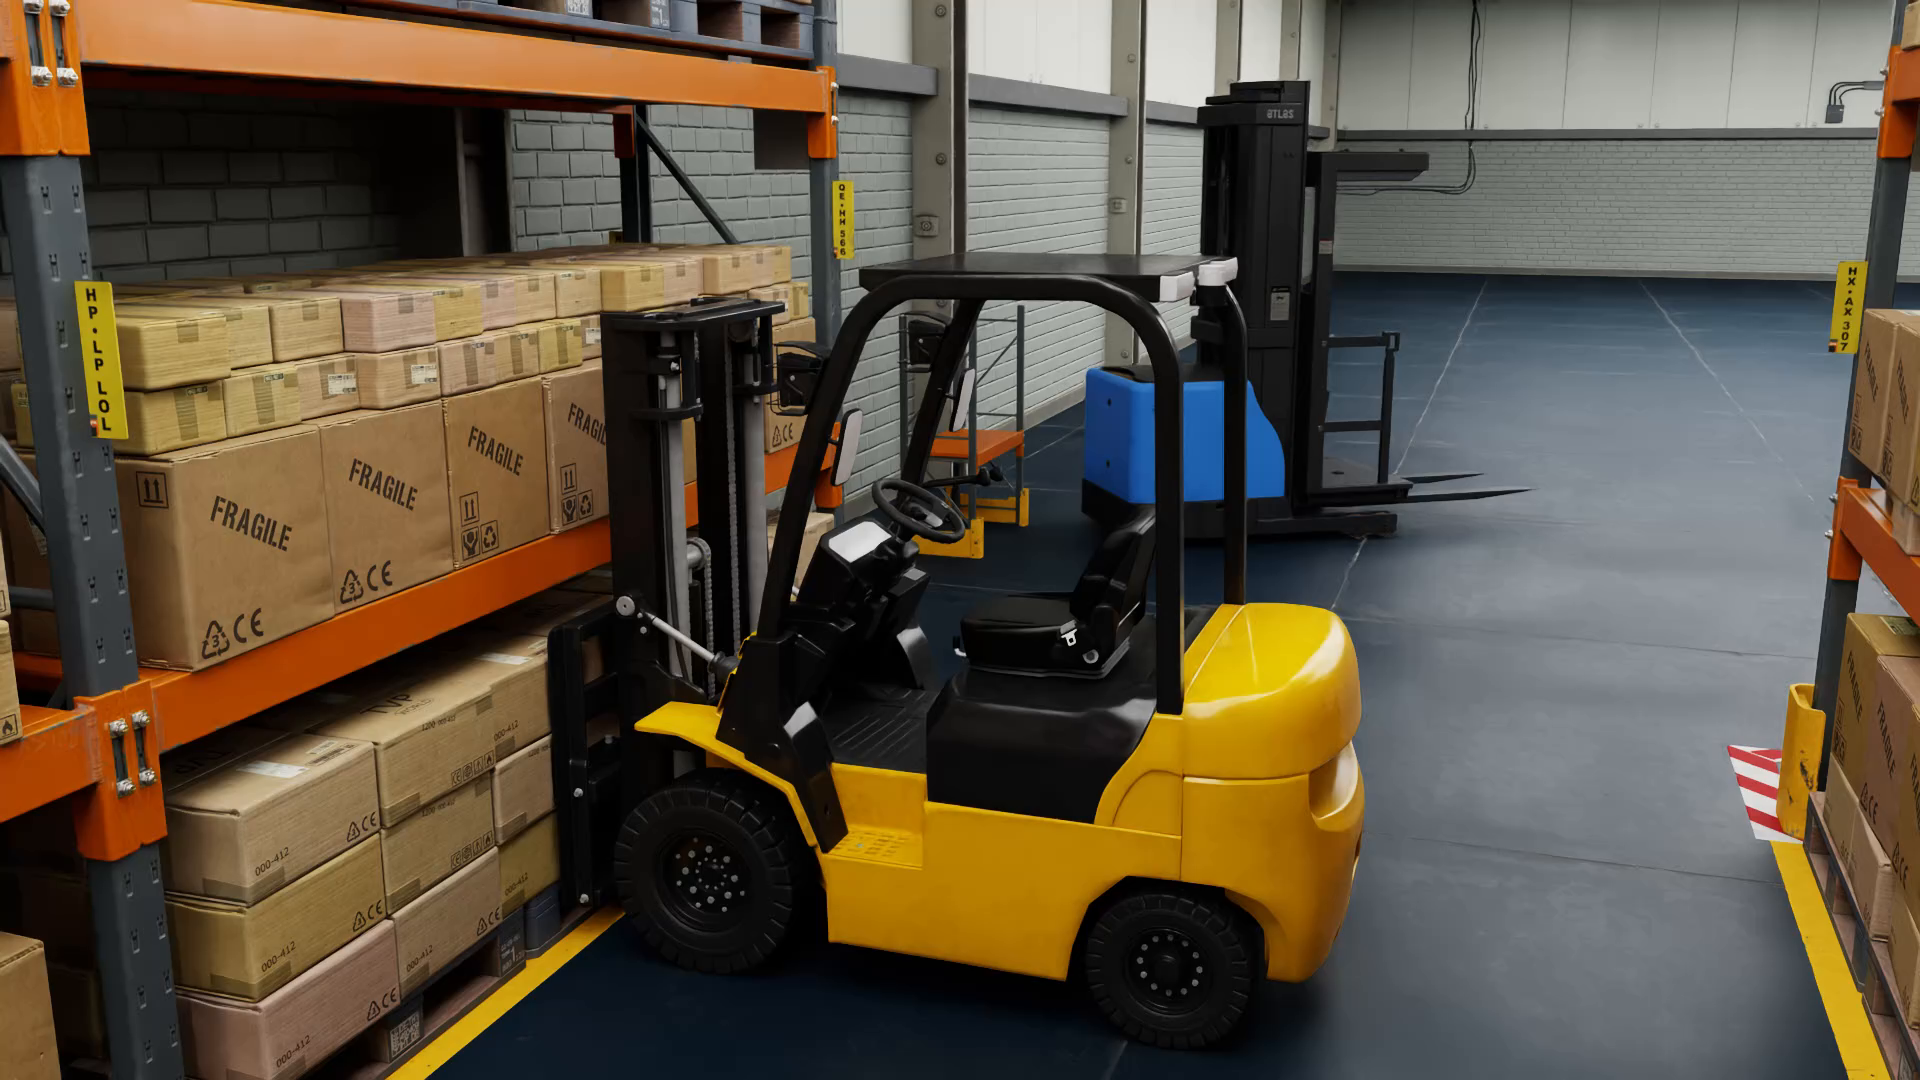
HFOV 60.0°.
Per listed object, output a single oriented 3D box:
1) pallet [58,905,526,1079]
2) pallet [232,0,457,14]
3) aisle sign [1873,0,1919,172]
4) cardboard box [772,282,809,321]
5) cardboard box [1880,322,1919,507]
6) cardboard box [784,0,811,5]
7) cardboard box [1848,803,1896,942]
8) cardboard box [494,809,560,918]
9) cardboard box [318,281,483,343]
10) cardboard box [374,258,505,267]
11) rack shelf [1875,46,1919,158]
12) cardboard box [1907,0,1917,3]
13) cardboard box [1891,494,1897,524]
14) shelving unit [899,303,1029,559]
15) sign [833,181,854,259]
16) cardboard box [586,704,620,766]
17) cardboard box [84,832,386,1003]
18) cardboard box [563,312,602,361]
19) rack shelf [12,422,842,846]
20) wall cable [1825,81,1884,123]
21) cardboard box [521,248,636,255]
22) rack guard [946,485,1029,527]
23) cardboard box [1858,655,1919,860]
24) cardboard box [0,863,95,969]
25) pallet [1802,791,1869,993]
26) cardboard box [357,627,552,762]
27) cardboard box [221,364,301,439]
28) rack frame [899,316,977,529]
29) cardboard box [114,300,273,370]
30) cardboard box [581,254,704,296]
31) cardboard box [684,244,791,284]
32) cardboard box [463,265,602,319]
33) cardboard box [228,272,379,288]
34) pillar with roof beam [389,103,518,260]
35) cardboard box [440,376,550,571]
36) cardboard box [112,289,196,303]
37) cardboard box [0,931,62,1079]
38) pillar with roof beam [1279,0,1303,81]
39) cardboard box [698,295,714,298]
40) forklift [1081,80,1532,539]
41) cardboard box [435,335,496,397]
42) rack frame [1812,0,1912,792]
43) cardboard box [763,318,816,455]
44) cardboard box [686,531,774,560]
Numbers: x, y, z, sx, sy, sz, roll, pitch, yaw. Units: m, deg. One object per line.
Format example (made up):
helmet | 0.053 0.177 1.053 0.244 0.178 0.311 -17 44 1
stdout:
pallet | -2.006 1.311 4.768 1.003 0.211 1.213 4 14 18
pallet | -2.051 -1.484 4.208 1.003 0.211 1.213 4 14 18
aisle sign | 3.416 -1.672 5.730 0.394 0.787 0.004 4 14 18
cardboard box | -0.856 -0.998 6.936 0.380 0.149 0.250 5 14 19
cardboard box | 3.109 -0.374 4.992 0.500 0.500 0.500 5 14 20
cardboard box | -0.921 -2.380 6.539 0.500 0.500 0.500 5 14 20
cardboard box | 2.994 1.023 4.999 0.500 0.250 0.500 5 14 20
cardboard box | -1.532 0.957 5.290 0.500 0.250 0.500 5 14 19
cardboard box | -1.607 -0.659 4.782 0.380 0.149 0.250 4 13 18
cardboard box | -1.842 -0.915 5.904 0.380 0.149 0.250 4 13 17
rack shelf | 3.042 -1.060 3.766 1.077 0.370 4.000 4 14 18
cardboard box | 3.274 -1.817 5.135 0.500 0.250 0.500 4 13 17
cardboard box | 3.153 -0.086 5.188 0.380 0.149 0.250 4 13 17
shelving unit | 0.025 -0.747 10.891 0.587 1.500 1.083 4 14 18
sign | -0.500 -1.364 7.088 0.100 0.325 0.005 4 14 18
cardboard box | -1.355 0.611 5.681 0.500 0.250 0.500 4 14 18
cardboard box | -1.854 0.929 4.290 0.500 0.250 0.500 4 14 18
cardboard box | -1.414 -0.680 5.543 0.380 0.149 0.250 4 14 18
rack shelf | -1.656 0.046 5.662 1.077 0.370 4.000 4 14 18
wall cable | 18.802 -11.382 32.989 2.305 6.003 0.169 4 14 18
cardboard box | -1.508 -1.071 6.589 0.380 0.149 0.250 5 14 19
rack guard | 0.186 -0.243 11.490 0.587 0.250 0.087 4 14 18
cardboard box | 2.994 0.666 4.878 0.500 0.500 0.500 4 13 16
cardboard box | -2.339 0.891 4.455 0.500 0.250 0.500 4 13 17
pallet | 3.368 1.175 5.367 1.003 0.211 1.213 4 14 18
cardboard box | -1.524 0.473 5.164 0.500 0.250 0.500 5 14 20
cardboard box | -1.869 -0.351 4.104 0.380 0.149 0.250 5 14 20
rack frame | -0.137 -0.642 10.431 0.500 1.500 0.032 4 14 18
cardboard box | -1.937 -0.502 4.097 0.380 0.149 0.250 5 14 19
cardboard box | -1.186 -0.987 6.220 0.380 0.149 0.250 4 14 19
cardboard box | -0.925 -1.145 6.914 0.380 0.149 0.250 4 14 19
cardboard box | -1.416 -0.822 5.497 0.380 0.149 0.250 5 14 19
cardboard box | -2.041 -0.750 5.182 0.380 0.149 0.250 4 14 18
pillar with roof beam | 1.987 -3.259 5.044 9.100 9.000 0.400 4 14 18
cardboard box | -1.597 -0.225 5.006 0.500 0.500 0.500 4 14 18
cardboard box | -2.292 -0.589 4.477 0.380 0.149 0.250 4 14 18
cardboard box | -2.461 1.180 3.470 0.875 0.625 0.625 5 14 21
pillar with roof beam | 9.752 -8.312 27.183 9.100 9.000 0.400 4 14 18
cardboard box | -1.143 -0.840 6.245 0.380 0.149 0.250 4 14 18
forklift | 2.417 -1.547 11.180 3.031 2.935 1.130 -3 13 -15
cardboard box | -1.574 -0.510 4.799 0.380 0.149 0.250 4 14 18
rack frame | 3.689 -0.369 5.865 1.000 3.000 0.127 4 14 18
cardboard box | -0.919 -0.652 6.879 0.500 0.500 0.500 4 13 17
cardboard box | -1.022 0.150 6.579 0.500 0.250 0.500 5 14 19
